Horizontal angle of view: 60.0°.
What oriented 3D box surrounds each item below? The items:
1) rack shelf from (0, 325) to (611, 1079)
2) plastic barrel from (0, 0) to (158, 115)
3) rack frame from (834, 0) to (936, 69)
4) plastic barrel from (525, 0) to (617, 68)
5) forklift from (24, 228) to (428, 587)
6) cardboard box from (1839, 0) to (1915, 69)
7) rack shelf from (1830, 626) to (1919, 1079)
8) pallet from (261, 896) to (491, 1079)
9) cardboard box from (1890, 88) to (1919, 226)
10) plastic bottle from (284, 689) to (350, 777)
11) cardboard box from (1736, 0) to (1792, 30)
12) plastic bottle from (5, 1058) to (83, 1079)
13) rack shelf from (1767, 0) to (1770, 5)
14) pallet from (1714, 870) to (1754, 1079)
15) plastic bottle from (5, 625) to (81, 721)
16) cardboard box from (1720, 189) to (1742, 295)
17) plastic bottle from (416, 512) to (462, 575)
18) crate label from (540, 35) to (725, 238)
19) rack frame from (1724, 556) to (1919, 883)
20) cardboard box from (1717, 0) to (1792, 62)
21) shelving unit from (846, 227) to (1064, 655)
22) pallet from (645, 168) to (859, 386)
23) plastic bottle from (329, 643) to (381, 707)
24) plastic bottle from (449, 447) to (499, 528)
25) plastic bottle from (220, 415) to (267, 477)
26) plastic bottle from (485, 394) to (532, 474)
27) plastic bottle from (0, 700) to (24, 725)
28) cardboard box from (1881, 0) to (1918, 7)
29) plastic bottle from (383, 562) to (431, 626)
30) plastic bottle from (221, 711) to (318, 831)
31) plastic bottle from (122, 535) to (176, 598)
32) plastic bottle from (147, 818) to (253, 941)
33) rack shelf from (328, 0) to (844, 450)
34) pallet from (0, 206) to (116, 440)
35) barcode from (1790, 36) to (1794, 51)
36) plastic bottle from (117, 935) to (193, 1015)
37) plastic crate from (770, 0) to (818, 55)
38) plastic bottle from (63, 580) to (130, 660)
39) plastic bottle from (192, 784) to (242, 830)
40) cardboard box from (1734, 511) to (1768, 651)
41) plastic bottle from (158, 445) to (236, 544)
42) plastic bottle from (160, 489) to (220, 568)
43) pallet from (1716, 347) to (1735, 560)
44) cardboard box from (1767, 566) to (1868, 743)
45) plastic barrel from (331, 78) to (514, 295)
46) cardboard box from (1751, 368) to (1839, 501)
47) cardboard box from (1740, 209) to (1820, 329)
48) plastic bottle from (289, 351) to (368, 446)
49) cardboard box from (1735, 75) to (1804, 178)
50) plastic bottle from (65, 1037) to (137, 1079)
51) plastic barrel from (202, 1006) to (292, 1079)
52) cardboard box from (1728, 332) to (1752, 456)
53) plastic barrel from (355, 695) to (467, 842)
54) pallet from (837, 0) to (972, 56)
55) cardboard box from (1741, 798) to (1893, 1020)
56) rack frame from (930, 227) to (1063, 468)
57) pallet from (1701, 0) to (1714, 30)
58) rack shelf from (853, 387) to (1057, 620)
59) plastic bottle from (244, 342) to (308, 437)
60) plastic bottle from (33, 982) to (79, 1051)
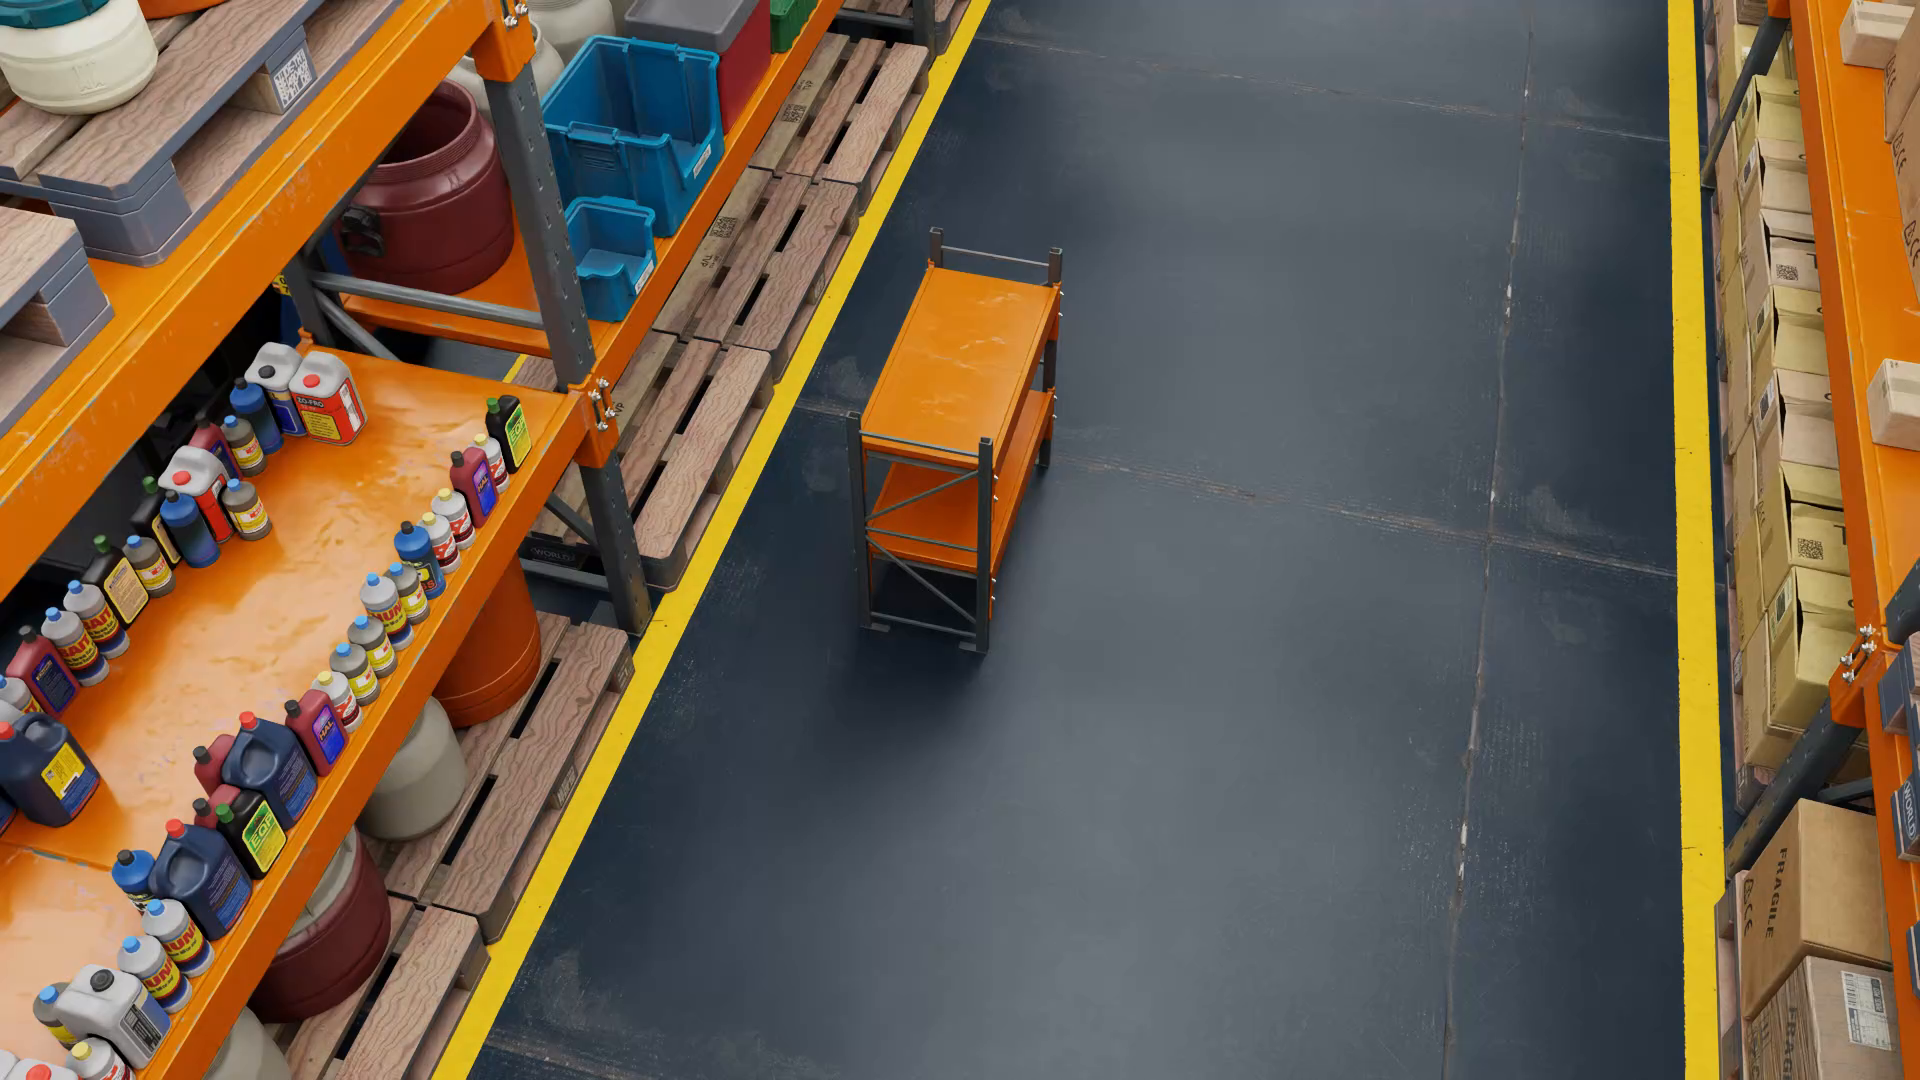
[{"bbox_3d":[-2.208,0.925,4.331,1.077,0.370,4.000,12,50,10],"label":"rack shelf"},{"bbox_3d":[-1.822,-1.041,3.398,0.301,0.262,0.301,0,49,0],"label":"plastic barrel"},{"bbox_3d":[-0.629,-3.653,7.892,1.000,3.000,0.127,12,50,10],"label":"rack frame"},{"bbox_3d":[-1.506,-1.887,6.259,0.421,0.512,0.421,0,49,0],"label":"plastic barrel"},{"bbox_3d":[-3.234,-0.991,5.589,1.130,2.935,3.031,12,50,10],"label":"forklift"},{"bbox_3d":[3.719,-1.989,6.591,0.380,0.149,0.250,12,50,10],"label":"cardboard box"},{"bbox_3d":[2.570,1.905,3.466,1.077,0.370,4.000,12,50,10],"label":"rack shelf"},{"bbox_3d":[-2.172,1.621,5.097,1.003,0.211,1.213,12,50,10],"label":"pallet"},{"bbox_3d":[3.661,-1.410,5.846,0.500,0.500,0.500,12,50,10],"label":"cardboard box"},{"bbox_3d":[-1.677,0.483,4.320,0.061,0.283,0.133,12,50,10],"label":"plastic bottle"},{"bbox_3d":[4.203,-2.888,8.271,0.500,0.500,0.500,12,50,10],"label":"cardboard box"},{"bbox_3d":[-2.001,1.245,3.652,0.152,0.276,0.135,12,50,10],"label":"plastic bottle"},{"bbox_3d":[4.676,-3.881,8.573,1.077,0.370,4.000,12,50,10],"label":"rack shelf"},{"bbox_3d":[2.863,1.676,5.049,1.003,0.211,1.213,12,50,10],"label":"pallet"},{"bbox_3d":[-2.455,0.355,4.433,0.061,0.283,0.133,12,50,10],"label":"plastic bottle"},{"bbox_3d":[3.668,-1.289,7.360,0.500,0.250,0.500,13,50,11],"label":"cardboard box"},{"bbox_3d":[-1.511,0.000,4.801,0.097,0.201,0.097,0,49,0],"label":"plastic bottle"},{"bbox_3d":[-1.159,-1.436,5.912,0.502,0.435,0.616,12,50,10],"label":"crate label"},{"bbox_3d":[3.096,0.221,4.473,1.000,3.000,0.127,12,50,10],"label":"rack frame"},{"bbox_3d":[4.201,-2.640,8.552,0.500,0.250,0.500,12,50,10],"label":"cardboard box"},{"bbox_3d":[-0.002,-0.367,6.243,0.538,1.125,1.048,12,50,10],"label":"shelving unit"},{"bbox_3d":[-1.117,-1.269,7.648,1.003,0.211,1.213,12,50,10],"label":"pallet"},{"bbox_3d":[-1.639,0.352,4.490,0.097,0.201,0.097,0,49,0],"label":"plastic bottle"},{"bbox_3d":[-1.437,-0.177,4.902,0.061,0.283,0.133,12,50,10],"label":"plastic bottle"},{"bbox_3d":[-2.190,-0.296,5.062,0.097,0.201,0.097,0,49,0],"label":"plastic bottle"},{"bbox_3d":[-1.376,-0.344,5.050,0.061,0.283,0.133,12,50,10],"label":"plastic bottle"},{"bbox_3d":[-2.472,0.534,4.280,0.152,0.276,0.135,12,50,10],"label":"plastic bottle"},{"bbox_3d":[4.062,-2.258,6.761,0.500,0.250,0.500,14,50,12],"label":"cardboard box"},{"bbox_3d":[-1.562,0.141,4.676,0.097,0.201,0.097,0,49,0],"label":"plastic bottle"},{"bbox_3d":[-1.759,0.567,4.200,0.144,0.351,0.185,12,50,10],"label":"plastic bottle"},{"bbox_3d":[-2.321,0.065,4.743,0.097,0.201,0.097,0,49,0],"label":"plastic bottle"},{"bbox_3d":[-1.843,0.797,3.997,0.144,0.351,0.185,12,50,10],"label":"plastic bottle"},{"bbox_3d":[-1.155,-1.968,6.885,1.077,0.370,4.000,12,50,10],"label":"rack shelf"},{"bbox_3d":[-2.326,-0.204,2.973,1.003,0.211,1.213,12,50,10],"label":"pallet"},{"bbox_3d":[3.680,-2.206,7.349,0.001,0.075,0.075,12,50,10],"label":"barcode"},{"bbox_3d":[-1.883,1.001,3.871,0.097,0.271,0.097,0,49,0],"label":"plastic bottle"},{"bbox_3d":[-0.815,-2.267,6.811,0.450,0.188,0.662,12,50,10],"label":"plastic crate"},{"bbox_3d":[-2.382,0.209,4.570,0.097,0.271,0.097,0,49,0],"label":"plastic bottle"},{"bbox_3d":[-1.820,0.701,4.128,0.061,0.283,0.133,12,50,10],"label":"plastic bottle"},{"bbox_3d":[3.132,0.189,6.055,0.500,0.250,0.500,11,49,10],"label":"cardboard box"},{"bbox_3d":[-2.229,-0.135,4.870,0.152,0.276,0.135,12,50,10],"label":"plastic bottle"},{"bbox_3d":[-2.227,-0.043,4.792,0.097,0.271,0.097,0,49,0],"label":"plastic bottle"},{"bbox_3d":[3.674,-0.324,6.814,1.003,0.211,1.213,12,50,10],"label":"pallet"},{"bbox_3d":[2.997,0.379,5.514,0.500,0.311,0.500,13,50,11],"label":"cardboard box"},{"bbox_3d":[-1.851,-1.200,5.637,0.600,0.536,0.708,12,50,10],"label":"plastic barrel"},{"bbox_3d":[3.263,-0.363,6.169,0.500,0.311,0.500,11,50,10],"label":"cardboard box"},{"bbox_3d":[3.528,-1.102,6.820,0.500,0.311,0.500,10,49,9],"label":"cardboard box"},{"bbox_3d":[-1.960,-0.439,5.139,0.152,0.276,0.135,12,50,10],"label":"plastic bottle"},{"bbox_3d":[3.800,-1.837,7.470,0.500,0.311,0.500,12,50,10],"label":"cardboard box"},{"bbox_3d":[-1.944,1.192,3.749,0.097,0.201,0.097,0,49,0],"label":"plastic bottle"},{"bbox_3d":[-2.153,1.525,4.702,0.421,0.512,0.421,0,49,0],"label":"plastic barrel"},{"bbox_3d":[3.400,-0.546,6.704,0.500,0.250,0.500,12,50,11],"label":"cardboard box"},{"bbox_3d":[-1.856,0.708,5.423,0.421,0.512,0.421,0,49,0],"label":"plastic barrel"},{"bbox_3d":[-0.412,-3.208,9.359,1.003,0.211,1.213,12,50,10],"label":"pallet"},{"bbox_3d":[2.701,1.175,5.005,0.500,0.500,0.500,13,50,12],"label":"cardboard box"},{"bbox_3d":[0.132,-0.735,6.567,0.500,1.125,0.032,12,50,10],"label":"rack frame"},{"bbox_3d":[4.718,-3.202,9.354,1.003,0.211,1.213,12,50,10],"label":"pallet"},{"bbox_3d":[-0.002,-0.206,6.426,0.538,0.278,1.000,12,50,10],"label":"rack shelf"},{"bbox_3d":[-2.107,-0.469,5.165,0.152,0.276,0.135,12,50,10],"label":"plastic bottle"},{"bbox_3d":[-2.065,1.091,3.838,0.097,0.201,0.097,0,49,0],"label":"plastic bottle"}]
